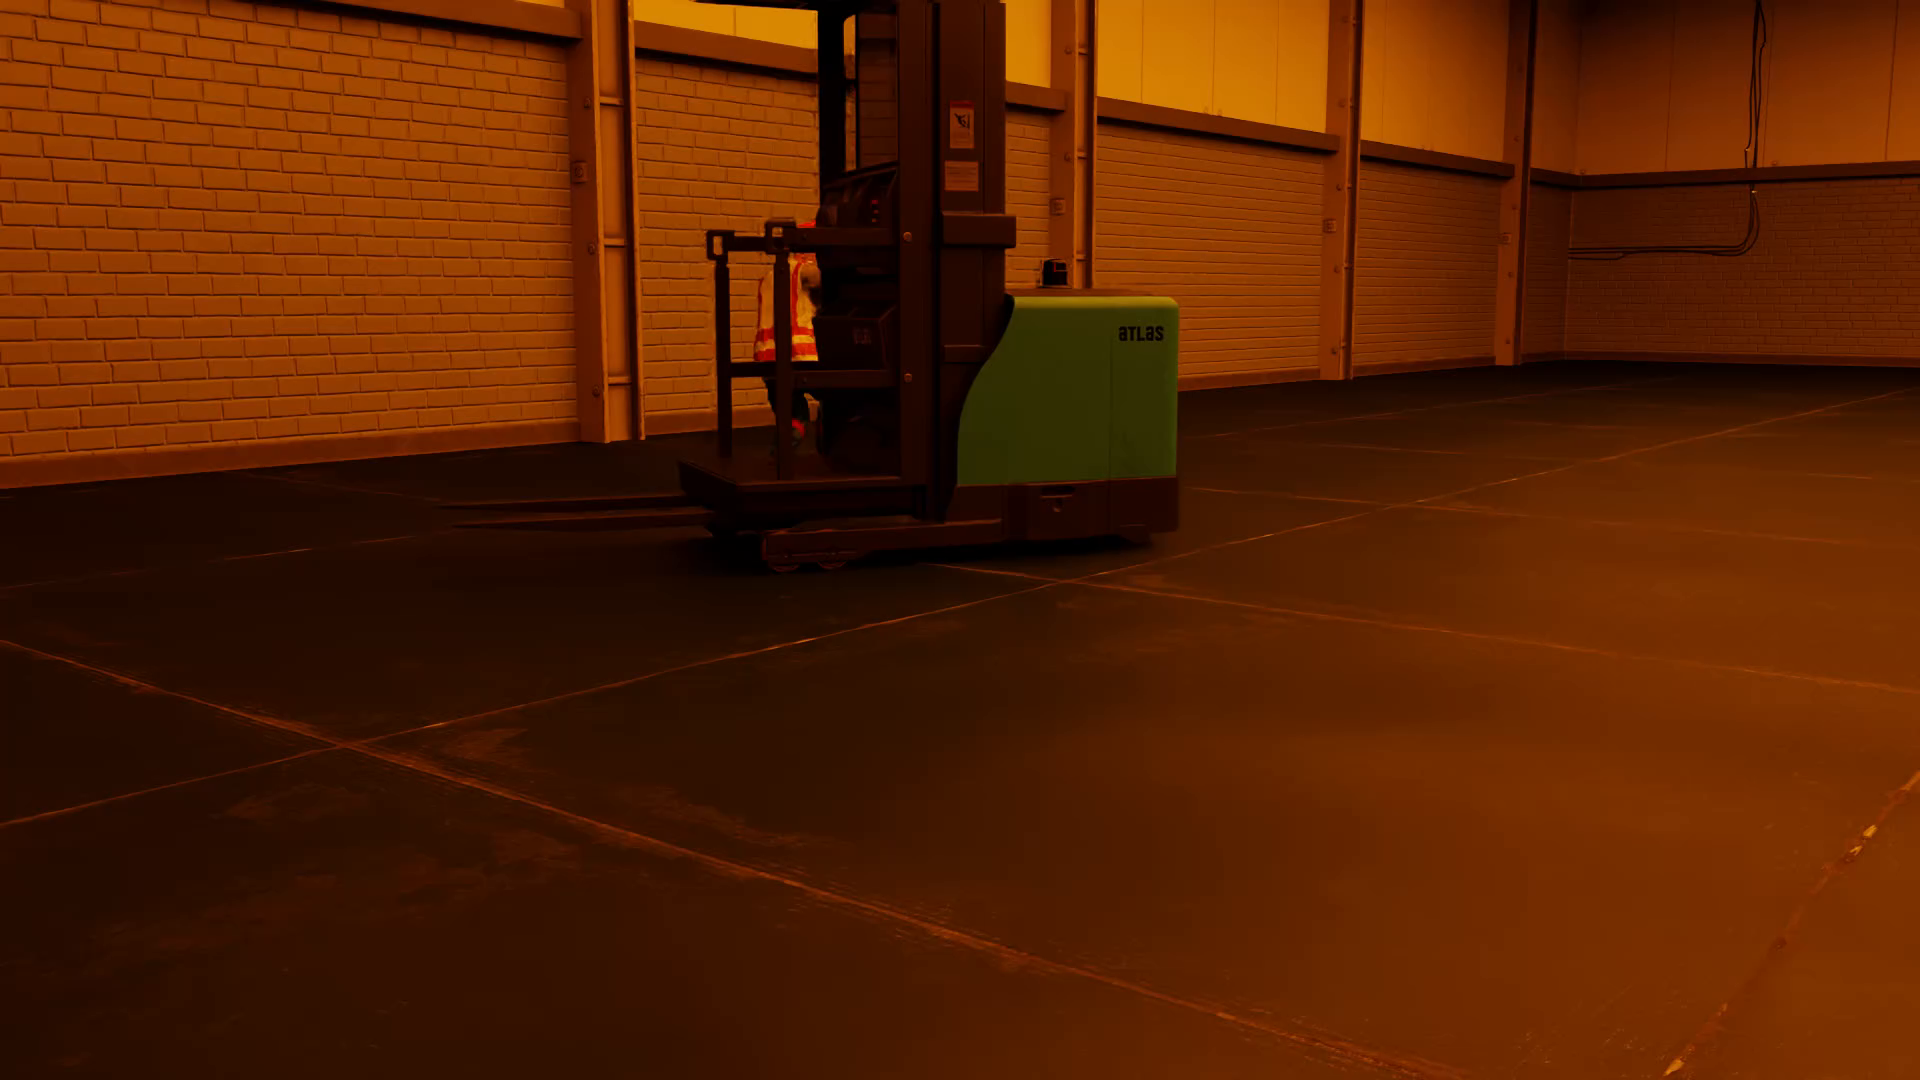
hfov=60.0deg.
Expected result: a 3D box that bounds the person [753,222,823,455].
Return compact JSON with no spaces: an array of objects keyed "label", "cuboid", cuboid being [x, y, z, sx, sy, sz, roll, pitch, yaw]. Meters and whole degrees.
[{"label":"person","cuboid":[-0.745,-1.027,9.340,0.788,1.474,1.021,3,9,21]}]

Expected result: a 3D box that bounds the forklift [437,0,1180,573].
[{"label":"forklift","cuboid":[-0.620,-1.409,6.908,3.031,2.935,1.130,-3,9,-21]}]
